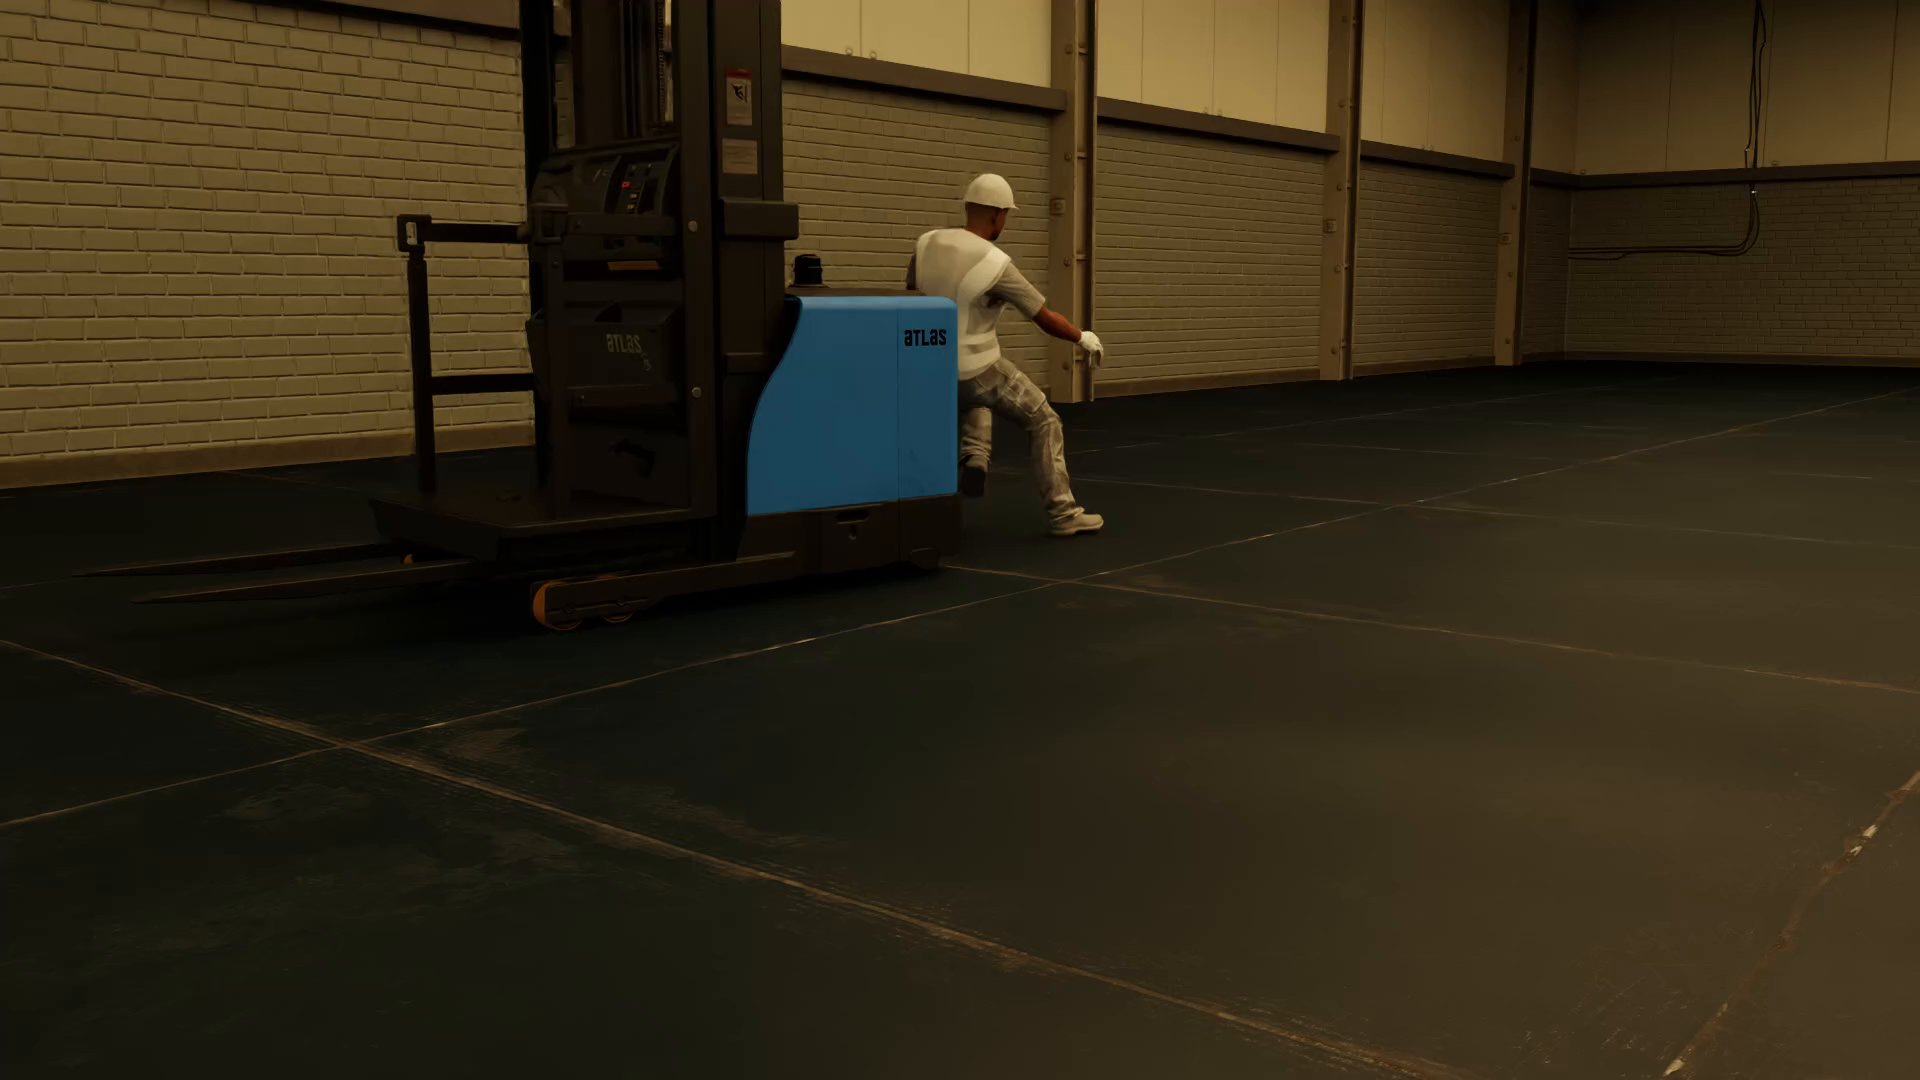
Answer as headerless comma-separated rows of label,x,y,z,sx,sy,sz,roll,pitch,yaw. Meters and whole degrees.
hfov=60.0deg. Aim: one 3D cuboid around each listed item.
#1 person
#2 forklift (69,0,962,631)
person,0.195,-0.844,7.625,0.826,1.617,0.748,8,11,43
forklift,-1.424,-1.239,5.748,3.031,2.935,1.130,-7,11,-42
